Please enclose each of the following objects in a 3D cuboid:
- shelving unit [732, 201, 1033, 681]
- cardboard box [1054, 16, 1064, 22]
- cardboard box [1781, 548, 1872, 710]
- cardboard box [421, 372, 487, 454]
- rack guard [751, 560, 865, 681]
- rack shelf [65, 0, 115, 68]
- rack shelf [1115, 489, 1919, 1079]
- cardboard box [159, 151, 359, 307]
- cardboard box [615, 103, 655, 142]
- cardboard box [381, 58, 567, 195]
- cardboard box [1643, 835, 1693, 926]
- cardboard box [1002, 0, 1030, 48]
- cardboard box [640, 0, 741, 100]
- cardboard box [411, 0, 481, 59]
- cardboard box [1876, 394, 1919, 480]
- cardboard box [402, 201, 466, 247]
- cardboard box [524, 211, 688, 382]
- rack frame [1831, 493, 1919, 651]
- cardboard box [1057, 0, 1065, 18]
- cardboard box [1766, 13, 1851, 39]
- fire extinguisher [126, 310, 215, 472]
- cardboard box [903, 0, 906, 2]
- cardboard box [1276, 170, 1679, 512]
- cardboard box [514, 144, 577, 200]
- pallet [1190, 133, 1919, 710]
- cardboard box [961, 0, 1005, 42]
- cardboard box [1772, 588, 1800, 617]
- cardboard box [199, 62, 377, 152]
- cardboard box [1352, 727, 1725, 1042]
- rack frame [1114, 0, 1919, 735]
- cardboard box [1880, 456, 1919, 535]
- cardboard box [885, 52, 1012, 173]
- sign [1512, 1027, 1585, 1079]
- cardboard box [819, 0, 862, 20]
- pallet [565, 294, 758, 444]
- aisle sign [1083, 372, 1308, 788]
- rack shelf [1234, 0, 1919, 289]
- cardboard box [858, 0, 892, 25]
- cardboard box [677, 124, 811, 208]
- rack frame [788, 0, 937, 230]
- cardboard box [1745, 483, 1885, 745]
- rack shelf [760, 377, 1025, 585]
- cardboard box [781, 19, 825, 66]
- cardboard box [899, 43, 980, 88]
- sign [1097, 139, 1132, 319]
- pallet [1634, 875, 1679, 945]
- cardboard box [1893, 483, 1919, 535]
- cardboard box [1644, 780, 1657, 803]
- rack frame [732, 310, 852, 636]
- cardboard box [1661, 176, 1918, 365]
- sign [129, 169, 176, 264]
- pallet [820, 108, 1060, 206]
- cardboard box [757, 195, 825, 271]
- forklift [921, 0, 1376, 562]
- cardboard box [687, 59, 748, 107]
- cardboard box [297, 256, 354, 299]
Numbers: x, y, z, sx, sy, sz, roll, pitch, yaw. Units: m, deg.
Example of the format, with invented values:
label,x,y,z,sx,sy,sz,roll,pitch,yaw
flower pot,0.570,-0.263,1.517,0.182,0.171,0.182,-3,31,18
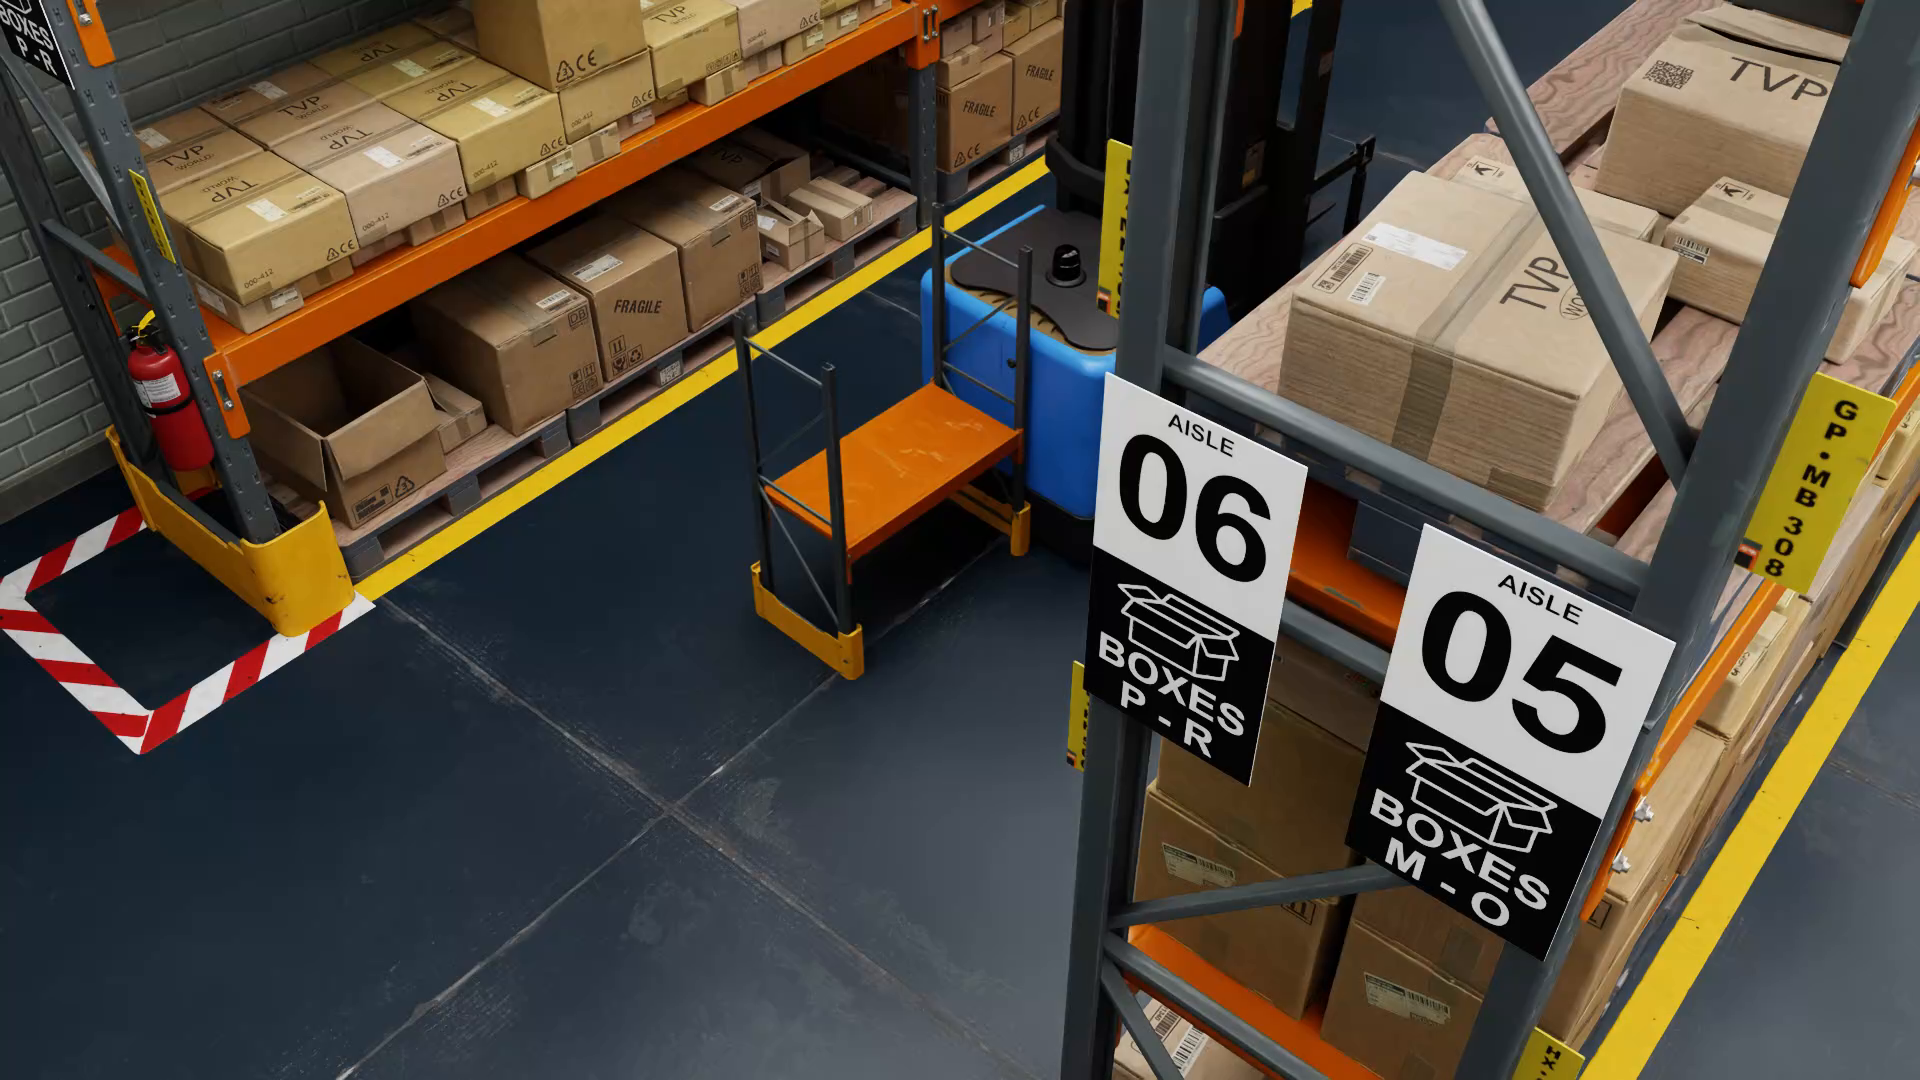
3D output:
label,x,y,z,sx,sy,sz,roll,pitch,yaw
shelving unit,-0.275,-0.387,6.561,0.587,1.500,1.083,32,51,30
cardboard box,0.598,-2.971,9.834,0.500,0.500,0.500,28,49,27
cardboard box,2.166,0.200,4.726,0.500,0.500,0.500,31,51,30
cardboard box,-2.350,-0.572,7.457,0.380,0.149,0.250,28,49,27
rack guard,-0.616,0.320,6.713,0.587,0.250,0.087,32,51,30
rack shelf,-1.833,-2.869,6.481,1.077,0.370,4.000,29,50,28
rack shelf,1.969,0.388,5.129,1.077,0.370,4.000,29,50,28
cardboard box,-2.621,-1.167,6.194,0.500,0.250,0.500,30,50,29
cardboard box,-1.564,-1.902,7.299,0.380,0.149,0.250,29,50,28
cardboard box,-1.973,-1.689,6.769,0.500,0.250,0.500,29,49,28
cardboard box,1.515,0.719,4.155,0.500,0.500,0.500,29,50,28
cardboard box,0.165,-2.909,9.283,0.380,0.149,0.250,27,49,26
cardboard box,-1.329,-2.227,7.360,0.500,0.250,0.500,29,50,28
cardboard box,-2.035,-2.189,7.318,0.500,0.250,0.500,29,50,28
cardboard box,2.153,-0.339,4.093,0.380,0.149,0.250,28,49,28
cardboard box,-2.218,-1.358,6.701,0.380,0.149,0.250,31,51,30
cardboard box,-1.657,-1.152,7.834,0.500,0.500,0.500,30,50,29
rack frame,3.256,-0.908,6.019,1.000,3.000,0.127,29,50,28
cardboard box,0.520,-3.168,9.568,0.380,0.149,0.250,29,50,28
cardboard box,2.094,-1.161,3.607,0.500,0.500,0.500,30,50,29
fire extinguisher,-2.861,-0.553,5.964,0.296,0.674,0.183,29,50,28
cardboard box,-0.364,-2.978,9.359,0.380,0.149,0.250,30,50,28
cardboard box,0.903,-0.366,2.918,0.500,0.250,0.500,25,48,25
cardboard box,-1.831,-1.595,6.961,0.380,0.149,0.250,28,49,27
pallet,1.151,-0.312,3.200,1.003,0.211,1.213,29,50,28
cardboard box,0.020,-2.860,9.008,0.380,0.149,0.250,27,49,27
cardboard box,1.647,0.048,3.668,0.380,0.149,0.250,28,49,27
cardboard box,-2.694,-1.667,6.744,0.500,0.250,0.500,30,50,29
cardboard box,1.209,0.621,3.520,0.500,0.500,0.500,28,49,28
rack frame,0.682,-1.068,1.736,1.000,3.000,0.127,29,50,28
cardboard box,2.511,-0.429,4.674,0.500,0.500,0.500,30,50,29
cardboard box,-0.062,-2.438,9.247,0.500,0.500,0.500,32,51,30
sign,1.103,1.045,3.169,0.100,0.325,0.005,29,50,28
cardboard box,-0.686,-2.742,7.926,0.500,0.250,0.500,31,51,29
pallet,-1.773,-1.039,8.236,1.003,0.211,1.213,29,50,28
aisle sign,0.398,0.092,2.986,0.394,0.787,0.004,29,50,28
rack shelf,1.969,-1.684,3.245,1.077,0.370,4.000,29,50,28
cardboard box,-0.557,-2.689,8.164,0.380,0.149,0.250,30,50,29
cardboard box,-1.151,-1.978,8.882,0.500,0.311,0.500,31,51,30
rack frame,-0.545,-3.055,8.381,1.000,3.000,0.127,29,50,28
cardboard box,1.861,0.083,4.111,0.500,0.500,0.500,29,50,28
rack shelf,-0.269,-0.258,6.686,0.538,0.185,1.000,32,51,30
cardboard box,-0.857,-2.401,7.848,0.380,0.149,0.250,31,51,29
cardboard box,-0.111,-2.595,8.938,0.380,0.149,0.250,32,51,30
sign,0.276,-0.499,2.740,0.100,0.325,0.005,29,50,28
pallet,1.922,1.112,5.870,1.003,0.211,1.213,29,50,28
cardboard box,2.826,-0.328,5.307,0.500,0.500,0.500,28,49,28
cardboard box,1.122,0.442,3.235,0.380,0.149,0.250,31,50,29
rack frame,-0.617,-0.142,6.292,0.500,1.500,0.032,32,51,30
cardboard box,1.558,-0.519,3.161,0.380,0.149,0.250,31,51,30
sign,-2.704,-1.081,5.566,0.100,0.325,0.005,29,50,28
pallet,-0.051,-2.459,9.797,1.003,0.211,1.213,29,50,28
cardboard box,-0.909,-1.601,8.502,0.396,0.266,0.258,31,51,30
forklift,1.197,-1.890,7.150,1.130,2.935,3.031,32,51,30
cardboard box,-1.189,-2.134,7.554,0.380,0.149,0.250,29,50,28
cardboard box,-2.570,-1.104,6.422,0.380,0.149,0.250,31,51,29
